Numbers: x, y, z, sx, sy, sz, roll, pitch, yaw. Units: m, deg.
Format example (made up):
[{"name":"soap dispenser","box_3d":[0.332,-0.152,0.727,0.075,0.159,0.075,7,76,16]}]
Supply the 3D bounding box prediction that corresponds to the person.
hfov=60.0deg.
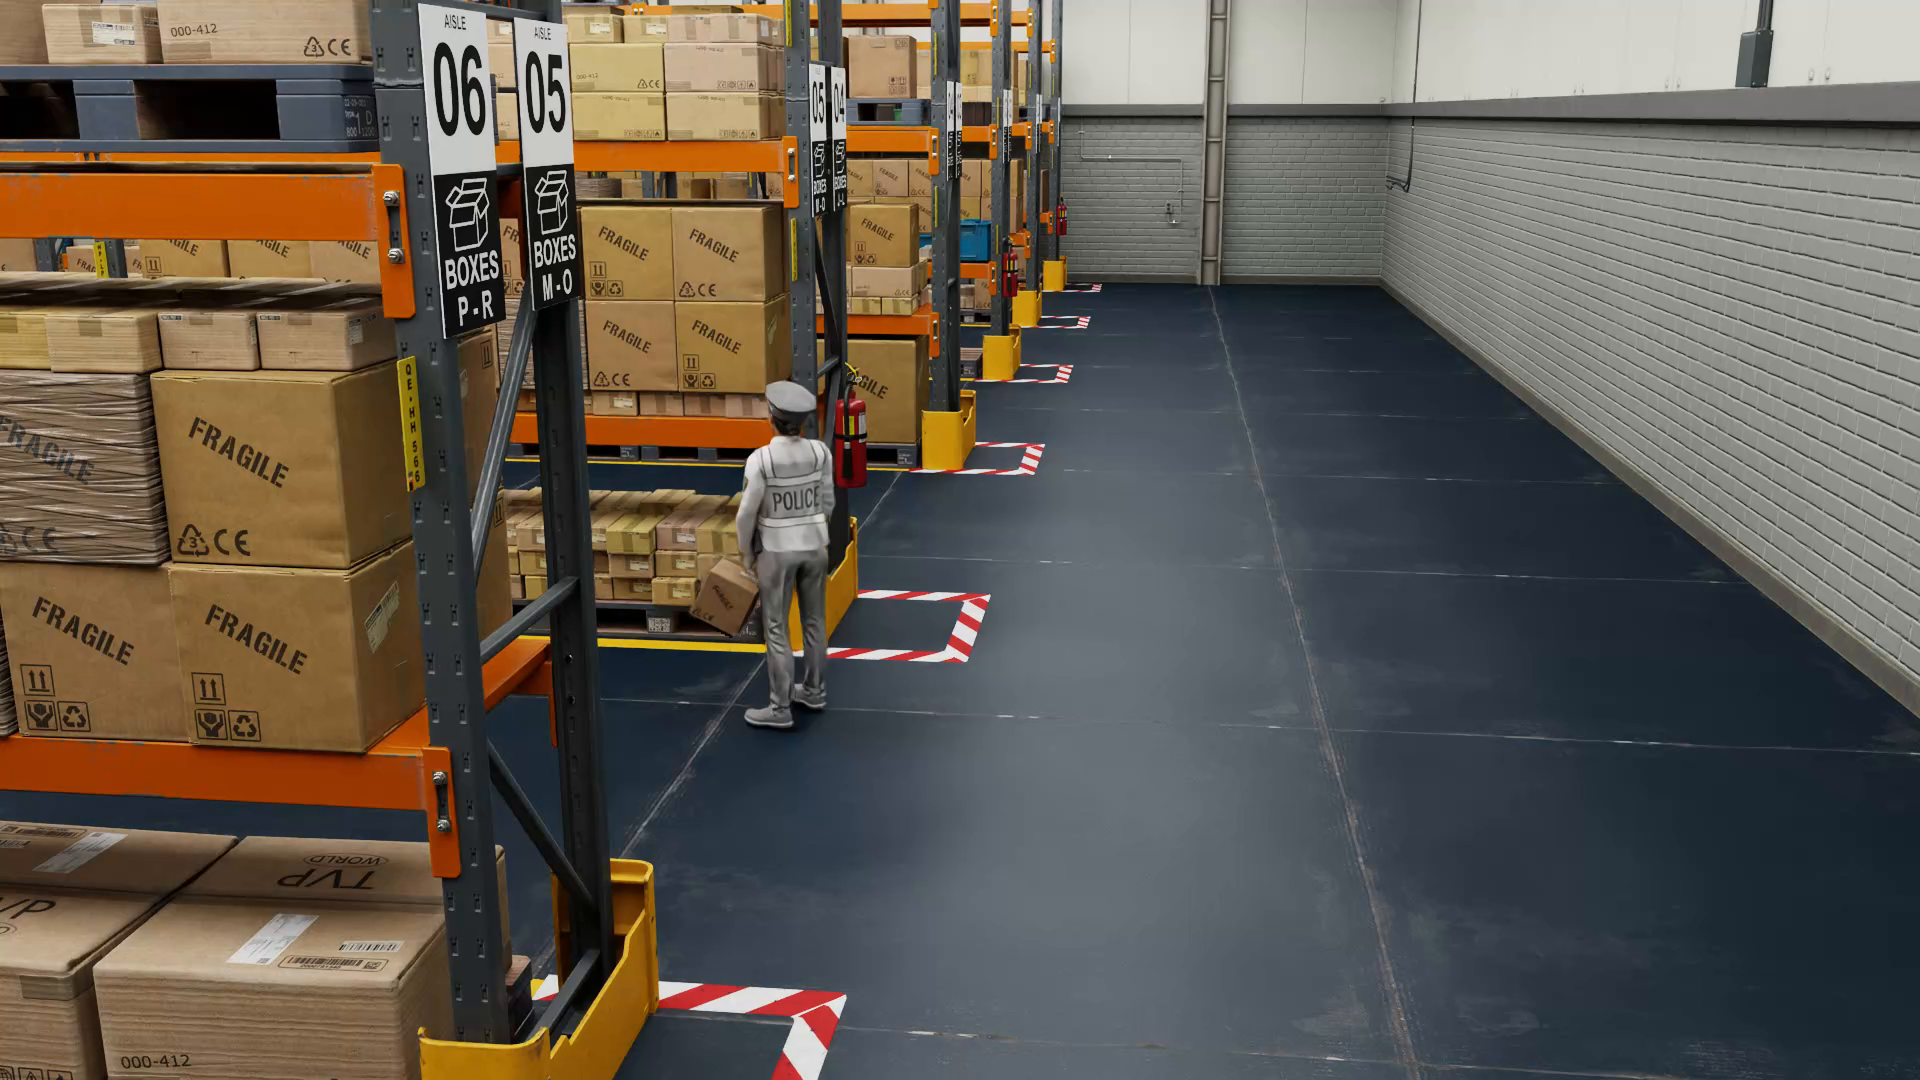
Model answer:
[{"name":"person","box_3d":[-0.865,0.058,8.144,0.510,1.699,0.492,-7,16,-26]}]
